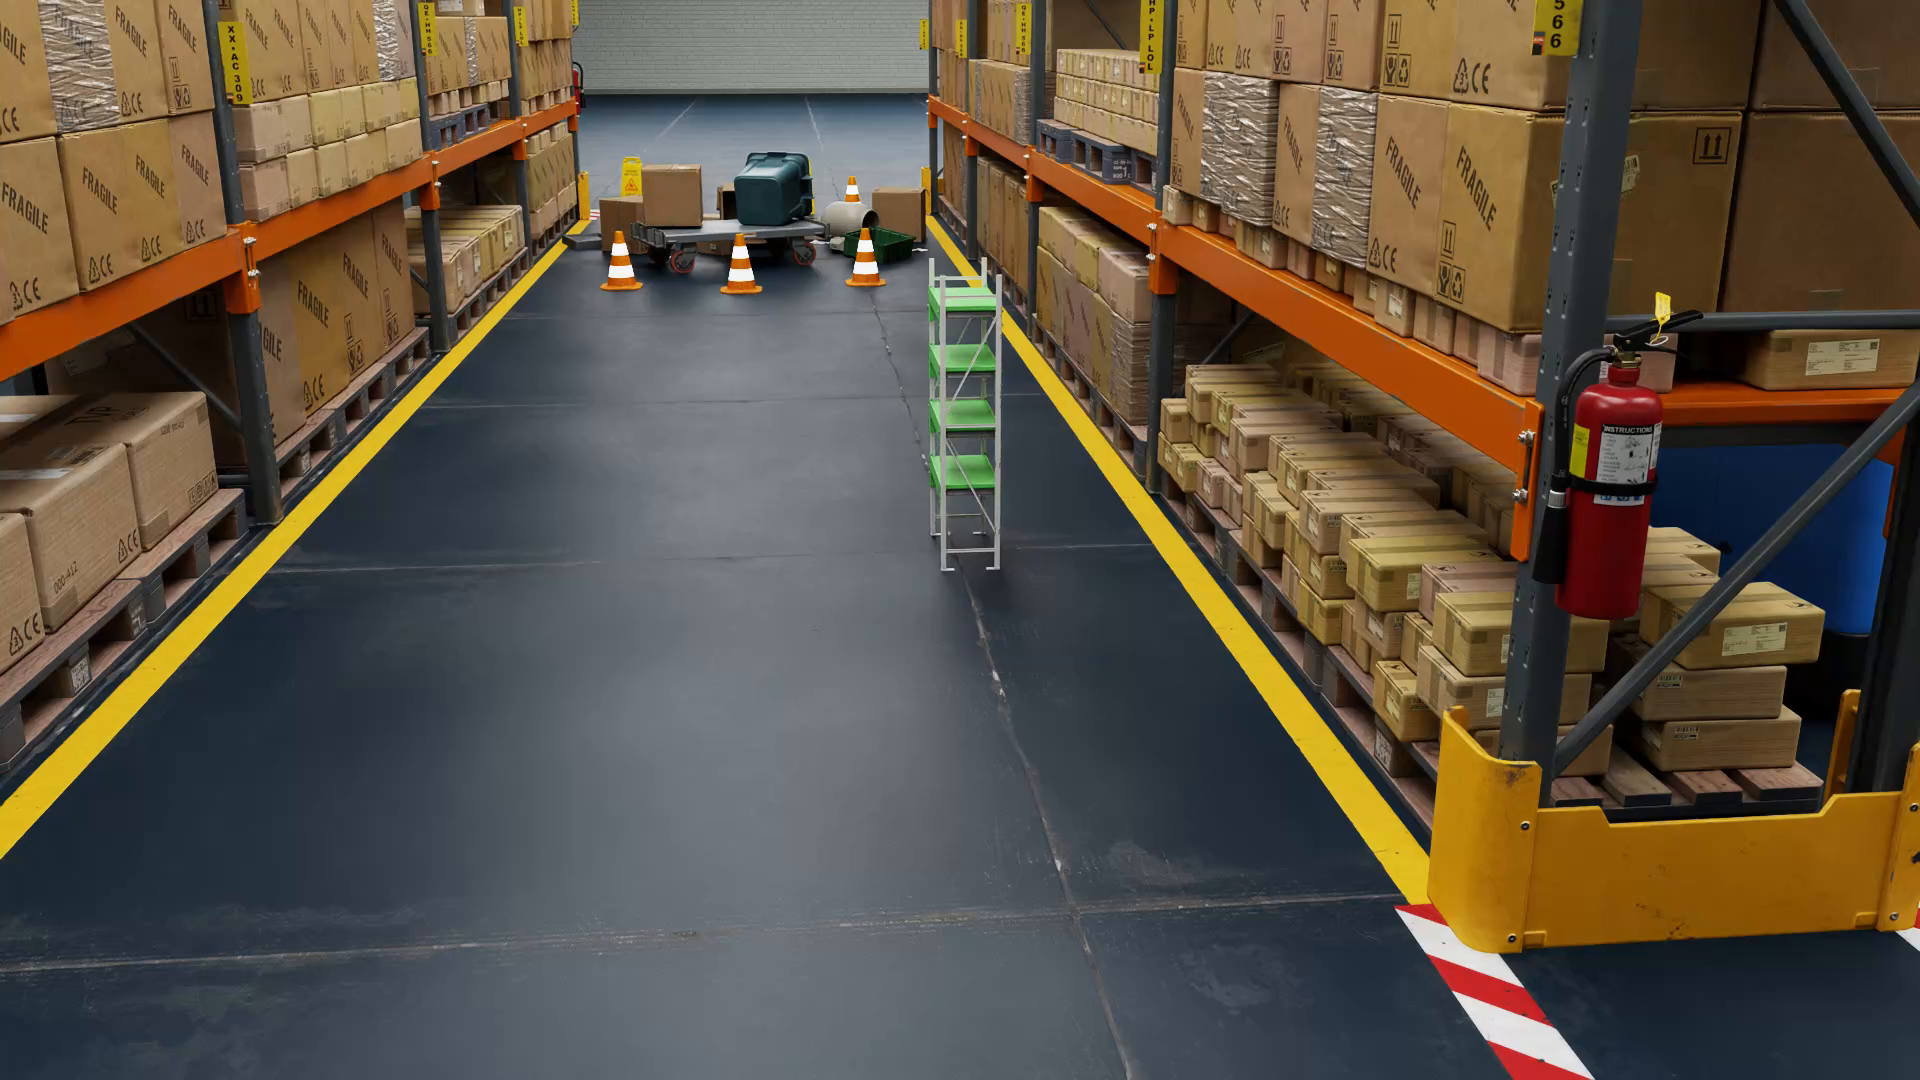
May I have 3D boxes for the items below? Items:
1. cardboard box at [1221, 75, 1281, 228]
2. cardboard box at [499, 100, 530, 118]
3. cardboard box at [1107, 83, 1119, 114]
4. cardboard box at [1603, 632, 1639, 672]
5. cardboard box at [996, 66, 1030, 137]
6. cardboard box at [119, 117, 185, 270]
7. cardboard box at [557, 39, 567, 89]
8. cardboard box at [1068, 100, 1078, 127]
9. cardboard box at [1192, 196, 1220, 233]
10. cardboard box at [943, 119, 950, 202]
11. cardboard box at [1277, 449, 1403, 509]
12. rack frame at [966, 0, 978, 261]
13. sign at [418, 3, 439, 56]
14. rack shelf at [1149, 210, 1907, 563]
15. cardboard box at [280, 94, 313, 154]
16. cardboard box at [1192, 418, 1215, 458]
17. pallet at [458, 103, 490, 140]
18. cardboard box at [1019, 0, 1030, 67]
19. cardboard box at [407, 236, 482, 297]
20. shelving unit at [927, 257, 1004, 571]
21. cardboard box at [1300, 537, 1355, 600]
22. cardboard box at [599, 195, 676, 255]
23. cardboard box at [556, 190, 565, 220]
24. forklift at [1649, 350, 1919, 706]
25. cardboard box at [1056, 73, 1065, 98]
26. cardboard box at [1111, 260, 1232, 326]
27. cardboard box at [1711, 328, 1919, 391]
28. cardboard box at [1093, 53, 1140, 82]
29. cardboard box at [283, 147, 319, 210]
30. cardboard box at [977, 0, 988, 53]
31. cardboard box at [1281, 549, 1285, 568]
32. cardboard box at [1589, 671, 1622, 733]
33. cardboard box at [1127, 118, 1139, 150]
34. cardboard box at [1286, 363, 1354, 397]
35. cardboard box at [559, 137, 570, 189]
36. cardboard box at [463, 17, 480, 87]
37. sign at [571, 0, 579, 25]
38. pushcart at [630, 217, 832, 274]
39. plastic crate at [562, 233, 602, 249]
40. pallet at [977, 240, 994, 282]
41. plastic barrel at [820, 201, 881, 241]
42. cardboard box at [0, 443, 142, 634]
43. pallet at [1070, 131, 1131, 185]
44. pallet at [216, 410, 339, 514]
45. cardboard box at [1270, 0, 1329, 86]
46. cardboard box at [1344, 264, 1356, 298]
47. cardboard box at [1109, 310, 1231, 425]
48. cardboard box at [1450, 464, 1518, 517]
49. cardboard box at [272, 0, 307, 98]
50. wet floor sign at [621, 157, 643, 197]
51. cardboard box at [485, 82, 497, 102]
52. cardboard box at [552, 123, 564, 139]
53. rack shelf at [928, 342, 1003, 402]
[{"bbox_3d":[1.263,-1.407,5.988,0.500,0.500,0.500,-2,18,-7],"label":"cardboard box"},{"bbox_3d":[-4.064,-3.856,14.870,0.380,0.149,0.250,-2,18,-6],"label":"cardboard box"},{"bbox_3d":[1.011,-2.399,9.032,0.380,0.149,0.250,-2,18,-5],"label":"cardboard box"},{"bbox_3d":[2.030,0.291,4.804,0.380,0.149,0.250,-2,18,-6],"label":"cardboard box"},{"bbox_3d":[0.560,-3.334,12.623,0.500,0.500,0.500,-2,18,-7],"label":"cardboard box"},{"bbox_3d":[-3.165,-1.253,5.992,0.500,0.500,0.500,-2,18,-7],"label":"cardboard box"},{"bbox_3d":[-4.386,-4.951,17.275,0.500,0.500,0.500,-2,18,-6],"label":"cardboard box"},{"bbox_3d":[0.877,-2.644,10.308,0.380,0.149,0.250,-1,17,-3],"label":"cardboard box"},{"bbox_3d":[1.192,-1.382,6.991,0.380,0.149,0.250,-1,17,-4],"label":"cardboard box"},{"bbox_3d":[0.286,-4.233,18.499,0.875,0.875,0.875,-2,18,-5],"label":"cardboard box"},{"bbox_3d":[1.353,-0.220,5.935,0.380,0.149,0.250,-2,18,-5],"label":"cardboard box"},{"bbox_3d":[0.563,-4.055,15.085,1.000,3.000,0.127,-2,18,-6],"label":"rack frame"},{"bbox_3d":[-3.386,-3.251,10.590,0.100,0.325,0.005,-2,18,-6],"label":"sign"},{"bbox_3d":[1.594,-0.732,5.702,1.077,0.370,4.000,-2,18,-6],"label":"rack shelf"},{"bbox_3d":[-3.372,-1.949,7.795,0.500,0.250,0.500,-2,17,-5],"label":"cardboard box"},{"bbox_3d":[1.222,-0.463,7.205,0.380,0.149,0.250,-2,18,-5],"label":"cardboard box"},{"bbox_3d":[-4.183,-3.177,12.609,1.003,0.211,1.213,-2,18,-6],"label":"pallet"},{"bbox_3d":[0.830,-3.825,12.517,0.700,0.500,0.500,-2,18,-6],"label":"cardboard box"},{"bbox_3d":[-4.070,-2.015,12.273,0.950,0.372,0.625,-2,18,-7],"label":"cardboard box"},{"bbox_3d":[0.017,-0.523,6.840,0.258,1.200,0.503,-2,18,-6],"label":"shelving unit"},{"bbox_3d":[1.341,0.081,5.472,0.380,0.149,0.250,-2,17,-5],"label":"cardboard box"},{"bbox_3d":[-3.108,-3.042,16.026,0.500,0.500,0.500,11,21,32],"label":"cardboard box"},{"bbox_3d":[-4.307,-3.409,16.918,0.500,0.250,0.500,-2,18,-8],"label":"cardboard box"},{"bbox_3d":[3.604,-1.203,6.116,3.031,2.935,1.130,-14,23,-38],"label":"forklift"},{"bbox_3d":[0.826,-2.935,10.741,0.380,0.149,0.250,-1,17,-3],"label":"cardboard box"},{"bbox_3d":[1.060,-1.251,8.374,0.500,0.250,0.500,-2,18,-7],"label":"cardboard box"},{"bbox_3d":[2.093,-0.466,4.074,0.380,0.149,0.250,-2,18,-6],"label":"cardboard box"},{"bbox_3d":[0.967,-2.692,9.470,0.380,0.149,0.250,-1,17,-4],"label":"cardboard box"},{"bbox_3d":[-3.363,-1.710,7.867,0.500,0.250,0.500,-2,18,-7],"label":"cardboard box"},{"bbox_3d":[0.559,-4.752,15.254,0.875,0.550,0.550,-2,18,-6],"label":"cardboard box"},{"bbox_3d":[1.383,0.068,6.011,0.380,0.149,0.250,-1,17,-4],"label":"cardboard box"},{"bbox_3d":[1.956,0.439,4.830,0.380,0.149,0.250,-2,18,-6],"label":"cardboard box"},{"bbox_3d":[1.073,-2.090,8.546,0.380,0.149,0.250,-3,18,-8],"label":"cardboard box"},{"bbox_3d":[1.684,-0.697,7.456,0.380,0.149,0.250,-1,17,-4],"label":"cardboard box"},{"bbox_3d":[-4.364,-3.924,17.305,0.500,0.500,0.500,-1,17,-4],"label":"cardboard box"},{"bbox_3d":[-3.920,-3.673,12.506,0.500,0.500,0.500,-2,18,-8],"label":"cardboard box"},{"bbox_3d":[-4.209,-5.778,18.112,0.100,0.325,0.005,-2,18,-6],"label":"sign"},{"bbox_3d":[-2.088,-2.706,15.166,1.648,0.377,0.936,-8,19,-25],"label":"pushcart"},{"bbox_3d":[-3.697,-2.972,16.510,0.402,0.080,0.583,-8,19,-25],"label":"plastic crate"},{"bbox_3d":[0.717,-2.497,14.778,1.003,0.211,1.213,-2,18,-6],"label":"pallet"},{"bbox_3d":[-1.080,-3.116,16.396,0.512,0.421,0.421,11,21,32],"label":"plastic barrel"},{"bbox_3d":[-3.474,-0.009,5.775,0.875,0.438,0.875,-2,18,-7],"label":"cardboard box"},{"bbox_3d":[1.220,-2.183,9.443,1.003,0.211,1.213,-2,18,-6],"label":"pallet"},{"bbox_3d":[-3.680,-0.385,8.052,1.003,0.211,1.213,-2,18,-6],"label":"pallet"},{"bbox_3d":[1.333,-1.738,5.372,0.500,0.500,0.500,-2,18,-8],"label":"cardboard box"},{"bbox_3d":[1.440,-0.835,5.247,0.380,0.149,0.250,-3,18,-8],"label":"cardboard box"},{"bbox_3d":[1.061,-0.892,8.482,0.500,0.500,0.500,-2,18,-7],"label":"cardboard box"},{"bbox_3d":[1.929,-0.162,5.749,0.380,0.149,0.250,-2,17,-5],"label":"cardboard box"},{"bbox_3d":[-3.365,-2.304,7.671,0.500,0.500,0.500,-2,18,-6],"label":"cardboard box"},{"bbox_3d":[-3.718,-4.030,18.936,0.267,0.644,0.232,4,18,13],"label":"wet floor sign"},{"bbox_3d":[-3.921,-3.577,13.281,0.380,0.149,0.250,-2,18,-5],"label":"cardboard box"},{"bbox_3d":[-4.294,-4.206,17.122,0.380,0.149,0.250,-1,17,-5],"label":"cardboard box"},{"bbox_3d":[0.017,-0.691,6.788,0.258,0.148,0.480,-2,18,-6],"label":"rack shelf"}]
